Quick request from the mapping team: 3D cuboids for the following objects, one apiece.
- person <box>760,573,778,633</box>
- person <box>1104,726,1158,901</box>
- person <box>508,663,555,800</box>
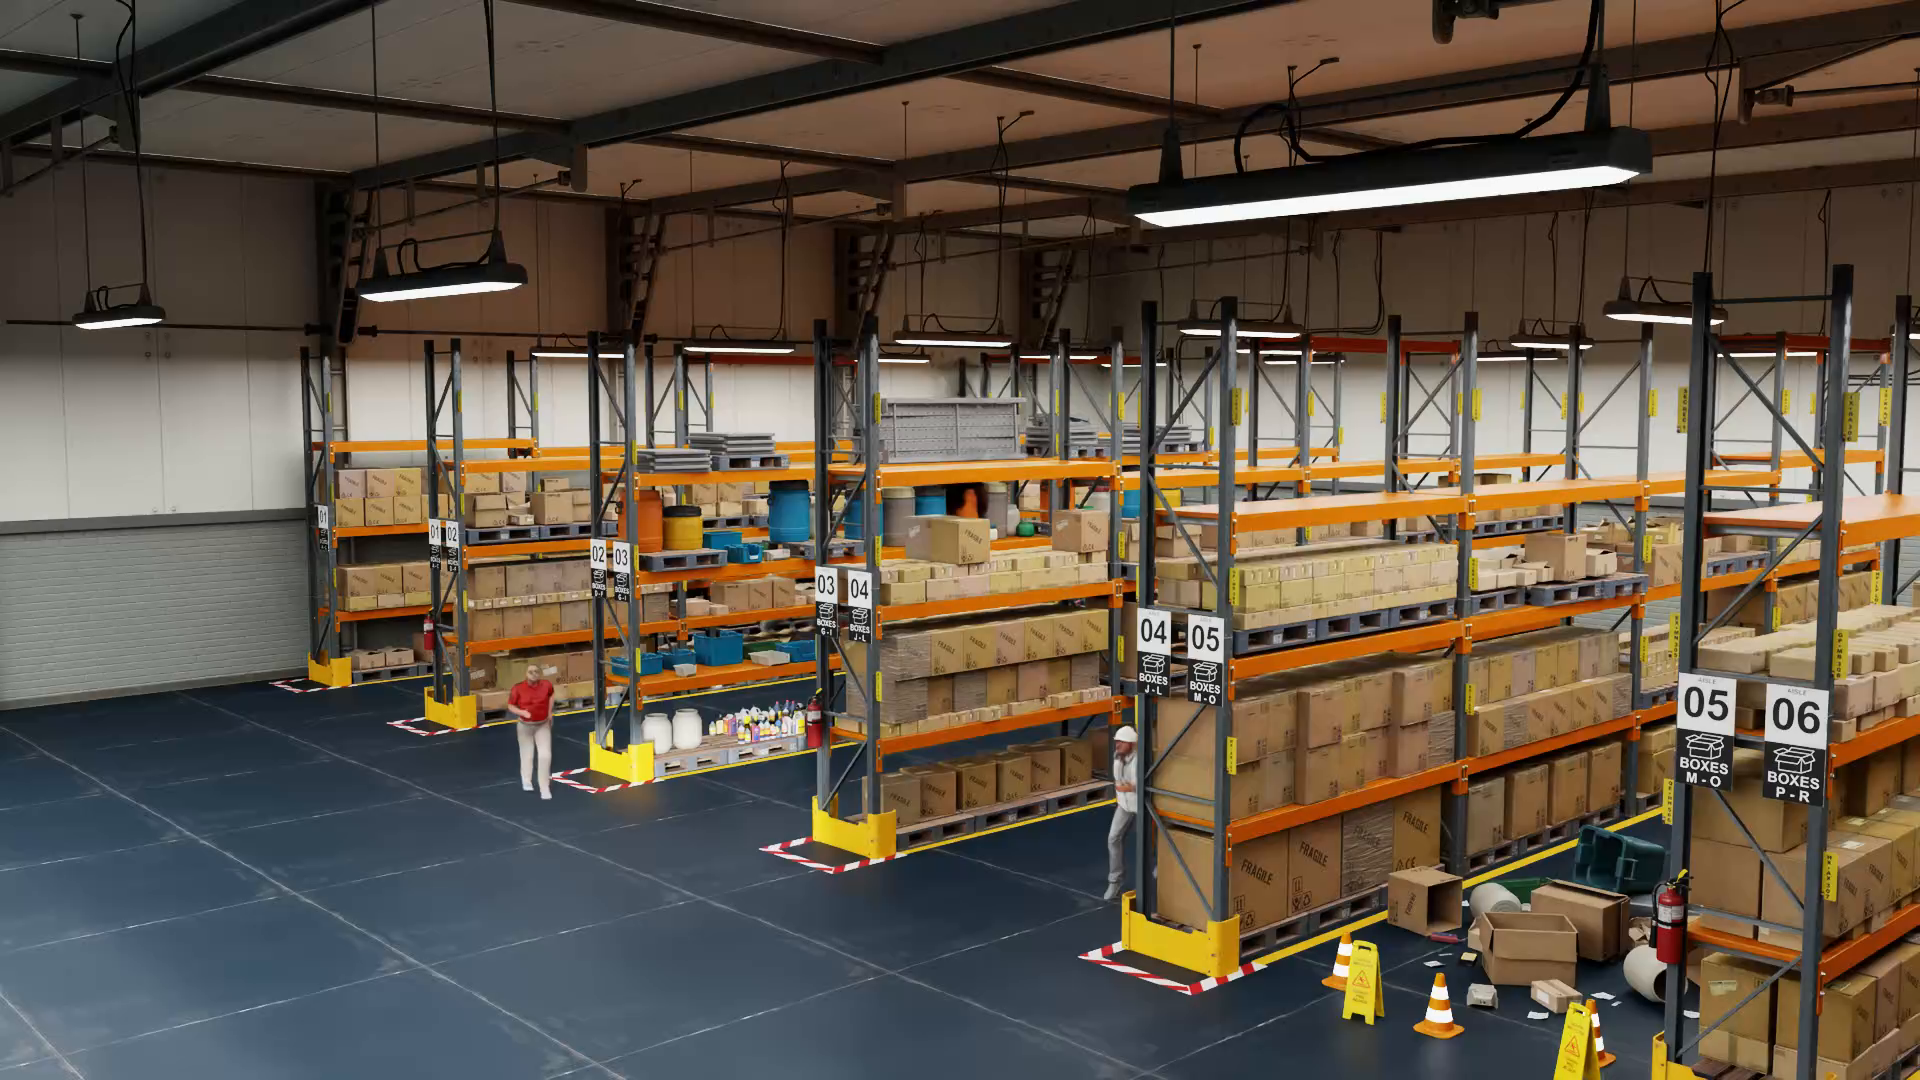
[{"bbox_3d":[-3.799,1.466,32.882,0.531,1.628,0.599,-5,7,-44],"label":"person"},{"bbox_3d":[1.869,2.786,17.252,0.658,1.787,1.022,4,7,40],"label":"person"},{"bbox_3d":[-5.473,2.458,21.298,0.604,1.794,0.825,-2,5,-18],"label":"person"}]
